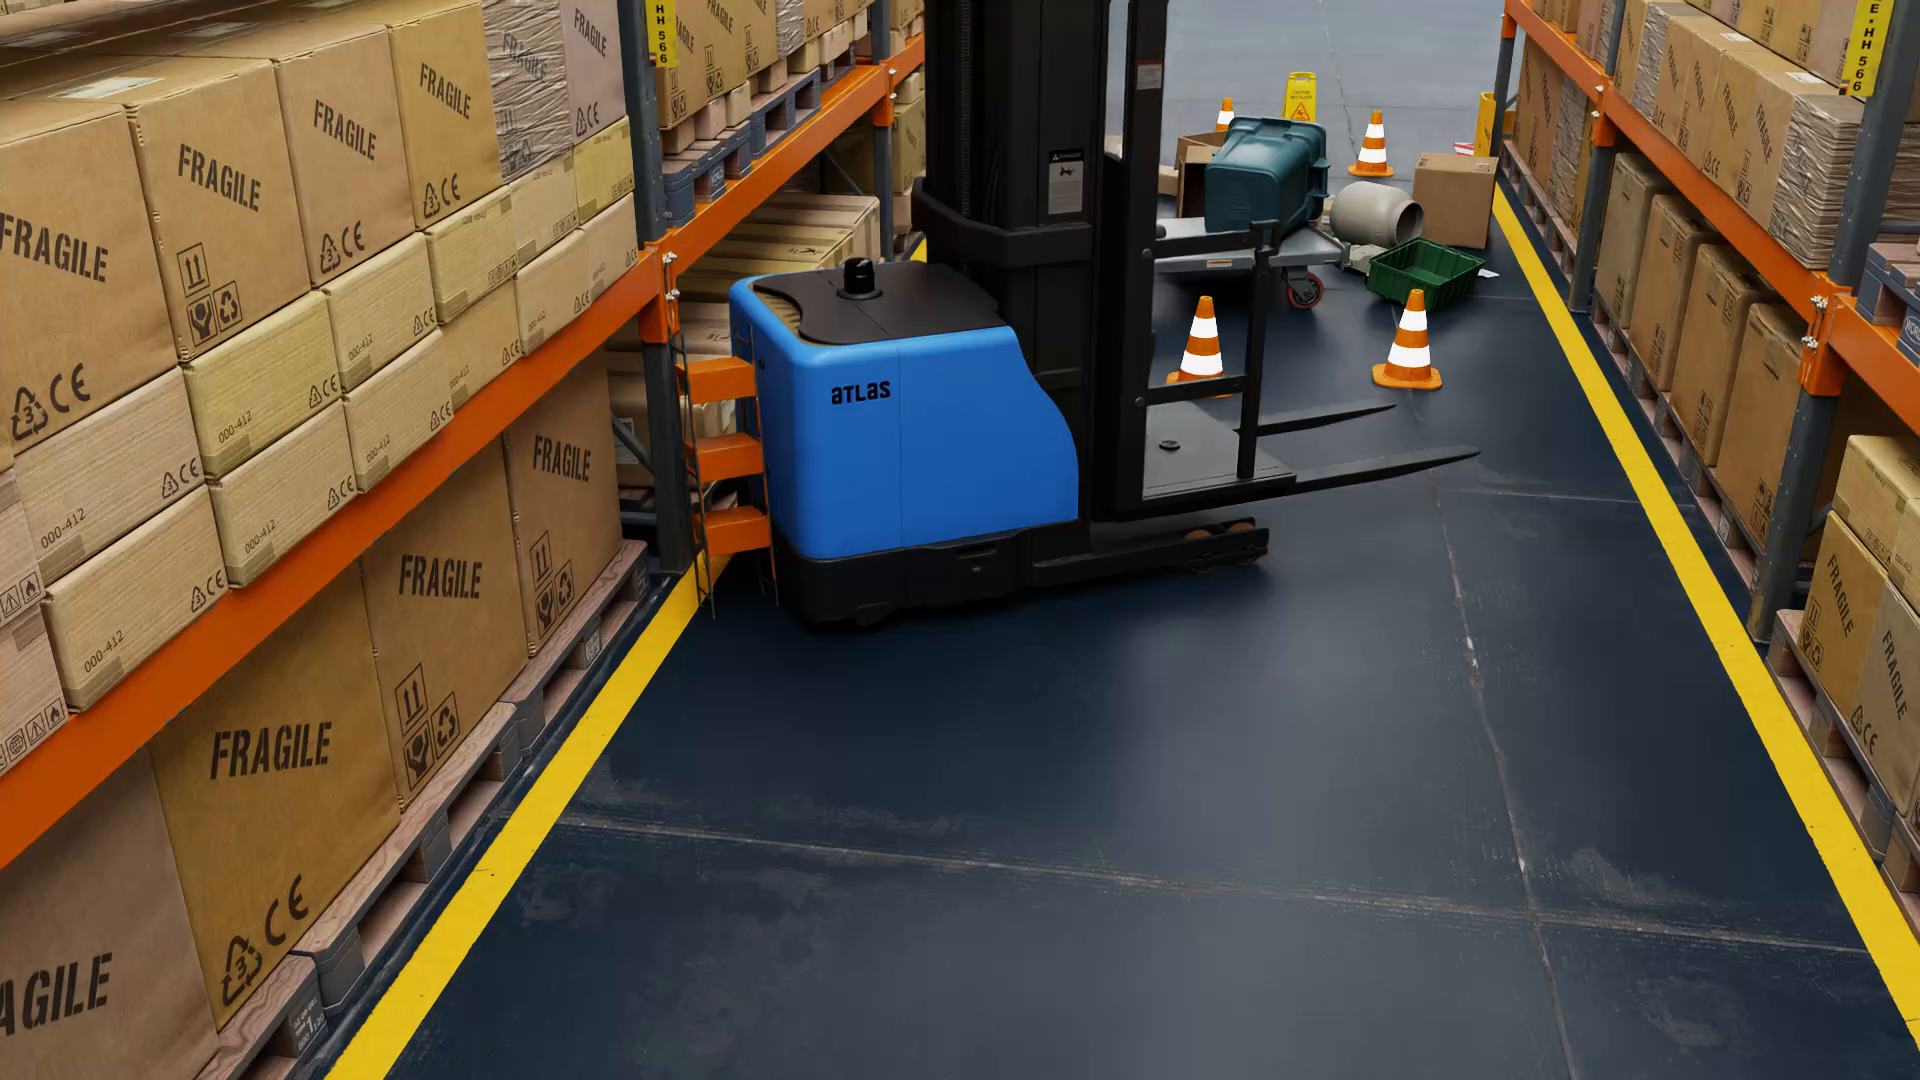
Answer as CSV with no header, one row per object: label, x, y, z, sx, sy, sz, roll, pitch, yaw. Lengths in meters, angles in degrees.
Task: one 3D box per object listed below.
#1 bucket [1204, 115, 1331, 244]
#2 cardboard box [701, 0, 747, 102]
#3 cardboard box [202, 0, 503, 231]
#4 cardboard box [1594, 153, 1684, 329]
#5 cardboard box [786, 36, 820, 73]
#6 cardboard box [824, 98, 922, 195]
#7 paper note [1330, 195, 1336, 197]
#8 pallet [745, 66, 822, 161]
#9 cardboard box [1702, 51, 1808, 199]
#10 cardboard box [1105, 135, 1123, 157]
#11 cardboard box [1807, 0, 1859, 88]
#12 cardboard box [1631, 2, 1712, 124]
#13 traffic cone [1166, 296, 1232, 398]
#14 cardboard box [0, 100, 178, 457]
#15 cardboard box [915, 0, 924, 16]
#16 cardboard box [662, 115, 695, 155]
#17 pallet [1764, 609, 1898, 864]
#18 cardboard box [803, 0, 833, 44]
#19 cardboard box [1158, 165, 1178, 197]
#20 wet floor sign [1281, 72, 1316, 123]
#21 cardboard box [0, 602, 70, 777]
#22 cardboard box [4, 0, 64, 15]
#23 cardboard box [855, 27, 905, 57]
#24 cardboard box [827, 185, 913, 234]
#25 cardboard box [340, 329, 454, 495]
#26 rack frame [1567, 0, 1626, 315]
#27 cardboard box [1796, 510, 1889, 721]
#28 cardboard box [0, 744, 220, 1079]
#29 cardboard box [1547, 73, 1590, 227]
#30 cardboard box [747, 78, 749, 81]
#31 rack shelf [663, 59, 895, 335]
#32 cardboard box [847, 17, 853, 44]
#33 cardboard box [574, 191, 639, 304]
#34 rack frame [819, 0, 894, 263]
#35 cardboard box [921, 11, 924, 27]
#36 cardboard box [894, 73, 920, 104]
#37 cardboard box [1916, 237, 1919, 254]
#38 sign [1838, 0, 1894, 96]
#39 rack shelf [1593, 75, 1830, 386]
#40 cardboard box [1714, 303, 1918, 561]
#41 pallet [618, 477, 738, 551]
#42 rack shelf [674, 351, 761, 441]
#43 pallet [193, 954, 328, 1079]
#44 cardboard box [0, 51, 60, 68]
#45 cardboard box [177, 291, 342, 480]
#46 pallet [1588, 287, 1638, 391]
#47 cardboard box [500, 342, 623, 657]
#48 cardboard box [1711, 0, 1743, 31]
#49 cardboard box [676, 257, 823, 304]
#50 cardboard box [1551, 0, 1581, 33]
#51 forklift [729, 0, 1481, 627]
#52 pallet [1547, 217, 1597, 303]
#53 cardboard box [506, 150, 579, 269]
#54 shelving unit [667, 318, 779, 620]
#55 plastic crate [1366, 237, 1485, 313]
bucket,1.745,-2.069,9.699,0.726,0.611,0.620,13,38,26
cardboard box,-1.176,-2.035,6.594,0.500,0.500,0.500,5,26,11
cardboard box,-1.546,-1.115,4.297,0.500,0.500,0.500,4,25,9
cardboard box,3.985,-1.552,8.685,1.050,0.750,0.750,4,25,8
cardboard box,-0.895,-2.363,8.061,0.380,0.149,0.250,4,25,8
cardboard box,-0.540,-2.459,10.329,0.500,0.500,0.500,5,26,11
paper note,2.727,-2.453,11.956,0.144,0.017,0.142,13,28,26
pallet,-1.273,-2.018,7.749,1.003,0.211,1.213,4,25,9
cardboard box,3.317,-1.643,6.604,0.500,0.500,0.500,4,25,8
cardboard box,0.858,-2.047,9.640,0.500,0.500,0.500,4,25,9
cardboard box,3.508,-1.870,5.909,0.700,0.500,0.500,4,25,8
cardboard box,3.564,-2.279,7.962,0.500,0.500,0.500,4,25,9
traffic cone,1.215,-0.992,8.323,0.336,0.463,0.334,4,25,9
cardboard box,-1.799,-0.478,2.935,0.500,0.500,0.500,4,25,8
cardboard box,-0.497,-3.503,10.227,0.500,0.500,0.500,4,25,8
cardboard box,-1.241,-1.589,6.408,0.380,0.149,0.250,2,25,5
pallet,3.214,0.617,5.184,1.003,0.211,1.213,4,25,9
cardboard box,-0.922,-2.685,7.984,0.500,0.500,0.500,5,26,10
cardboard box,1.530,-2.641,12.216,0.380,0.149,0.250,19,31,35
wet floor sign,2.702,-3.402,13.257,0.267,0.644,0.232,0,25,-1
cardboard box,-1.878,0.301,2.745,0.500,0.250,0.500,3,25,7
cardboard box,-5.628,-3.225,9.688,0.500,0.250,0.500,3,25,7
cardboard box,-0.535,-2.943,9.794,0.380,0.149,0.250,4,25,8
cardboard box,-0.540,-2.120,10.488,0.500,0.250,0.500,3,25,6
cardboard box,-1.605,-0.337,4.108,0.500,0.250,0.500,4,25,8
rack frame,3.997,-2.646,8.865,1.000,3.000,0.127,4,25,9
cardboard box,2.976,0.247,5.137,0.500,0.500,0.500,3,25,6
cardboard box,-2.188,0.906,3.286,0.875,0.875,0.875,5,26,10
cardboard box,4.313,-2.509,10.584,0.875,0.875,0.875,4,25,9
cardboard box,-1.123,-1.920,7.115,0.380,0.149,0.250,6,26,12
rack shelf,-1.230,-1.785,7.873,1.077,0.370,4.000,4,25,9
cardboard box,-0.775,-2.680,8.738,0.380,0.149,0.250,3,25,7
cardboard box,-1.383,-0.976,5.475,0.500,0.250,0.500,3,25,7
rack frame,-0.903,-2.947,9.507,1.000,3.000,0.127,4,25,9
cardboard box,-0.444,-3.380,10.728,0.380,0.149,0.250,4,25,8
cardboard box,-0.460,-2.801,10.295,0.380,0.149,0.250,4,25,9
cardboard box,3.071,-0.876,4.885,0.380,0.149,0.250,4,25,8
sign,2.795,-1.535,5.125,0.100,0.325,0.005,4,25,9
rack shelf,3.670,-1.484,7.230,1.077,0.370,4.000,4,25,9
cardboard box,3.532,-0.393,6.209,1.050,0.750,0.750,4,25,8
pallet,-1.427,-0.338,7.222,1.003,0.211,1.213,4,25,9
rack shelf,-0.871,-0.517,5.951,0.240,0.259,0.215,-11,19,-22
pallet,-2.158,1.334,3.651,1.003,0.211,1.213,4,25,9
cardboard box,-2.205,-0.731,3.476,0.500,0.500,0.500,5,26,10
cardboard box,-1.694,-0.353,3.553,0.500,0.250,0.500,4,25,9
pallet,3.945,-1.055,8.755,1.003,0.211,1.213,4,25,9
cardboard box,-1.751,-0.219,5.690,0.875,0.875,0.875,4,25,8
cardboard box,3.757,-2.510,7.276,0.700,0.500,0.500,4,25,9
cardboard box,-1.212,-1.135,8.242,0.950,0.372,0.625,5,26,10
cardboard box,4.305,-3.547,10.613,0.875,0.550,0.500,4,25,9
forklift,0.673,-1.396,6.276,3.031,2.935,1.130,-9,27,-19
pallet,4.199,-1.696,10.124,1.003,0.211,1.213,4,25,9
cardboard box,-1.465,-0.997,4.930,0.500,0.250,0.500,3,25,7
shelving unit,-0.855,-0.257,6.031,0.252,1.050,0.215,-11,19,-22
plastic crate,2.733,-1.562,9.798,0.450,0.188,0.662,29,36,30
